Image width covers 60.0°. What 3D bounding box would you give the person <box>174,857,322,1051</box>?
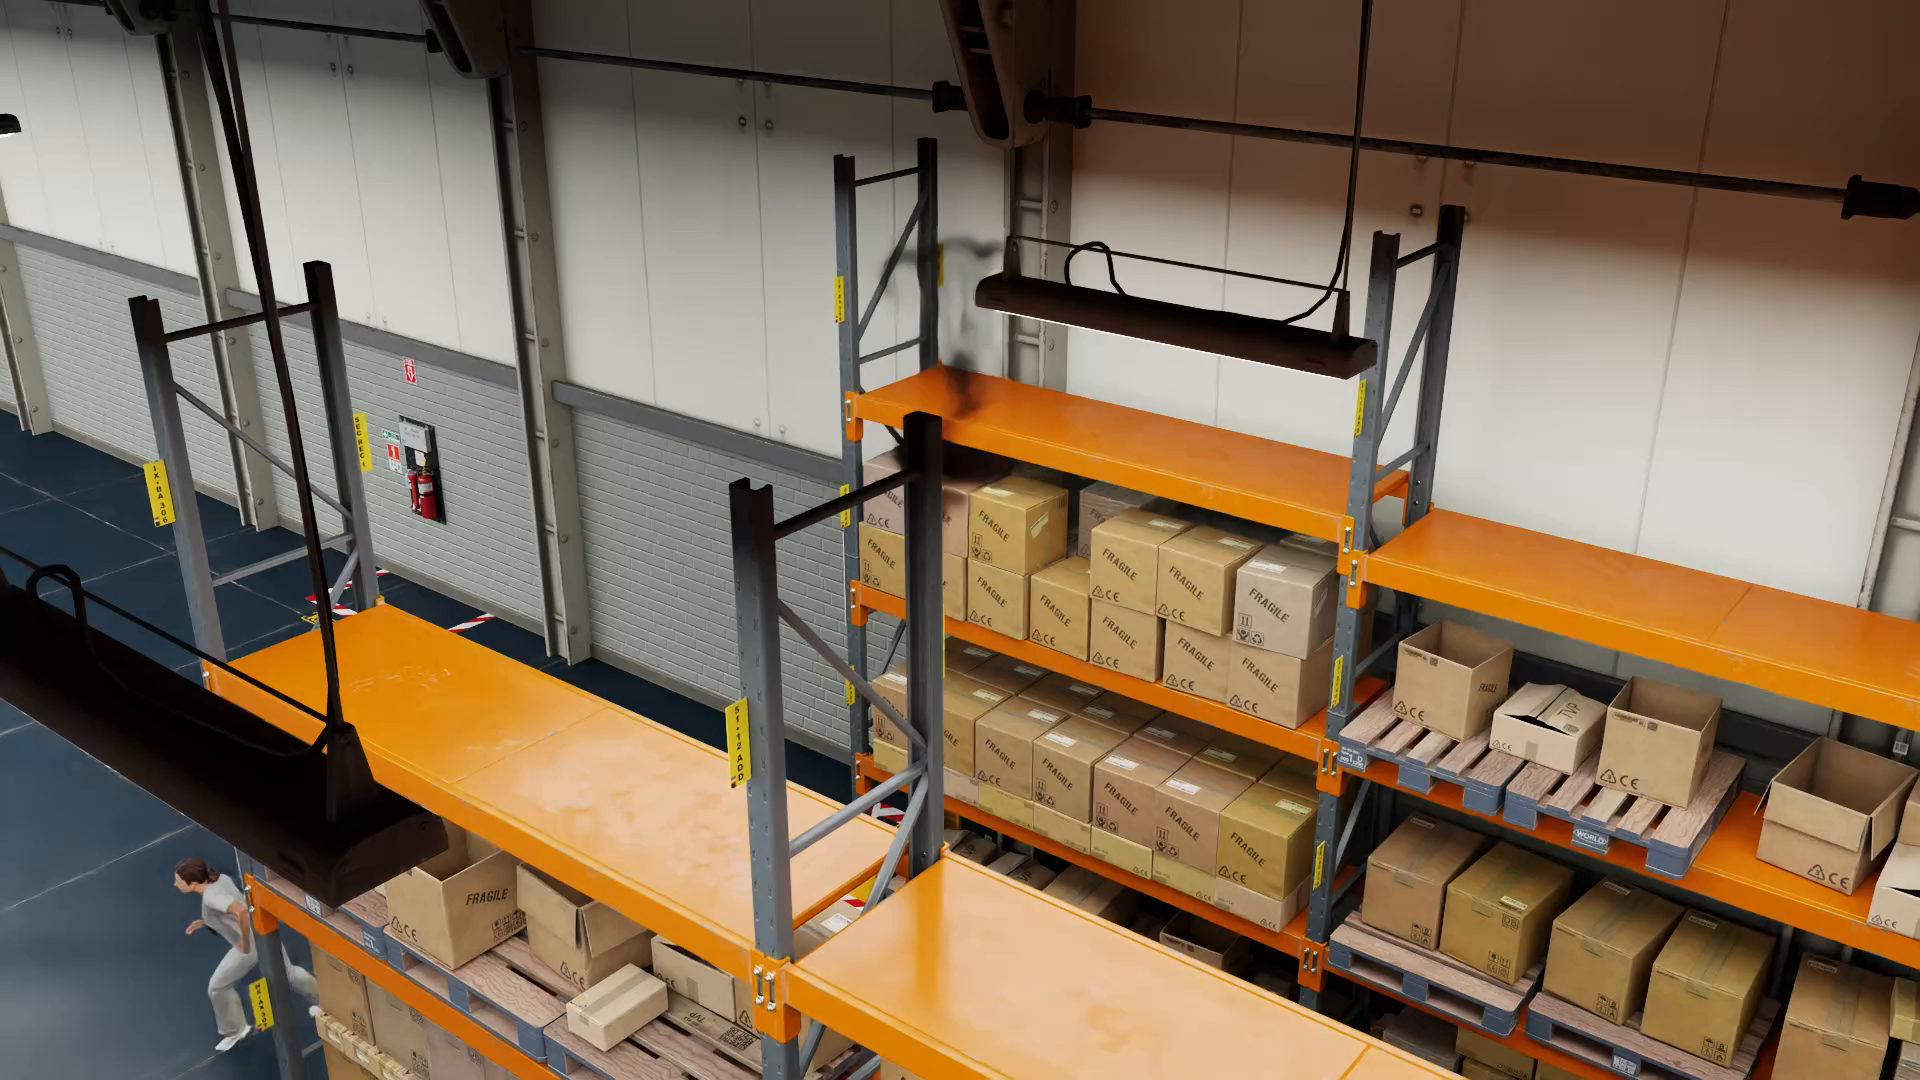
[{"bbox_3d":[-4.919,2.889,11.748,0.952,1.625,0.605,-8,24,-18],"label":"person"}]
